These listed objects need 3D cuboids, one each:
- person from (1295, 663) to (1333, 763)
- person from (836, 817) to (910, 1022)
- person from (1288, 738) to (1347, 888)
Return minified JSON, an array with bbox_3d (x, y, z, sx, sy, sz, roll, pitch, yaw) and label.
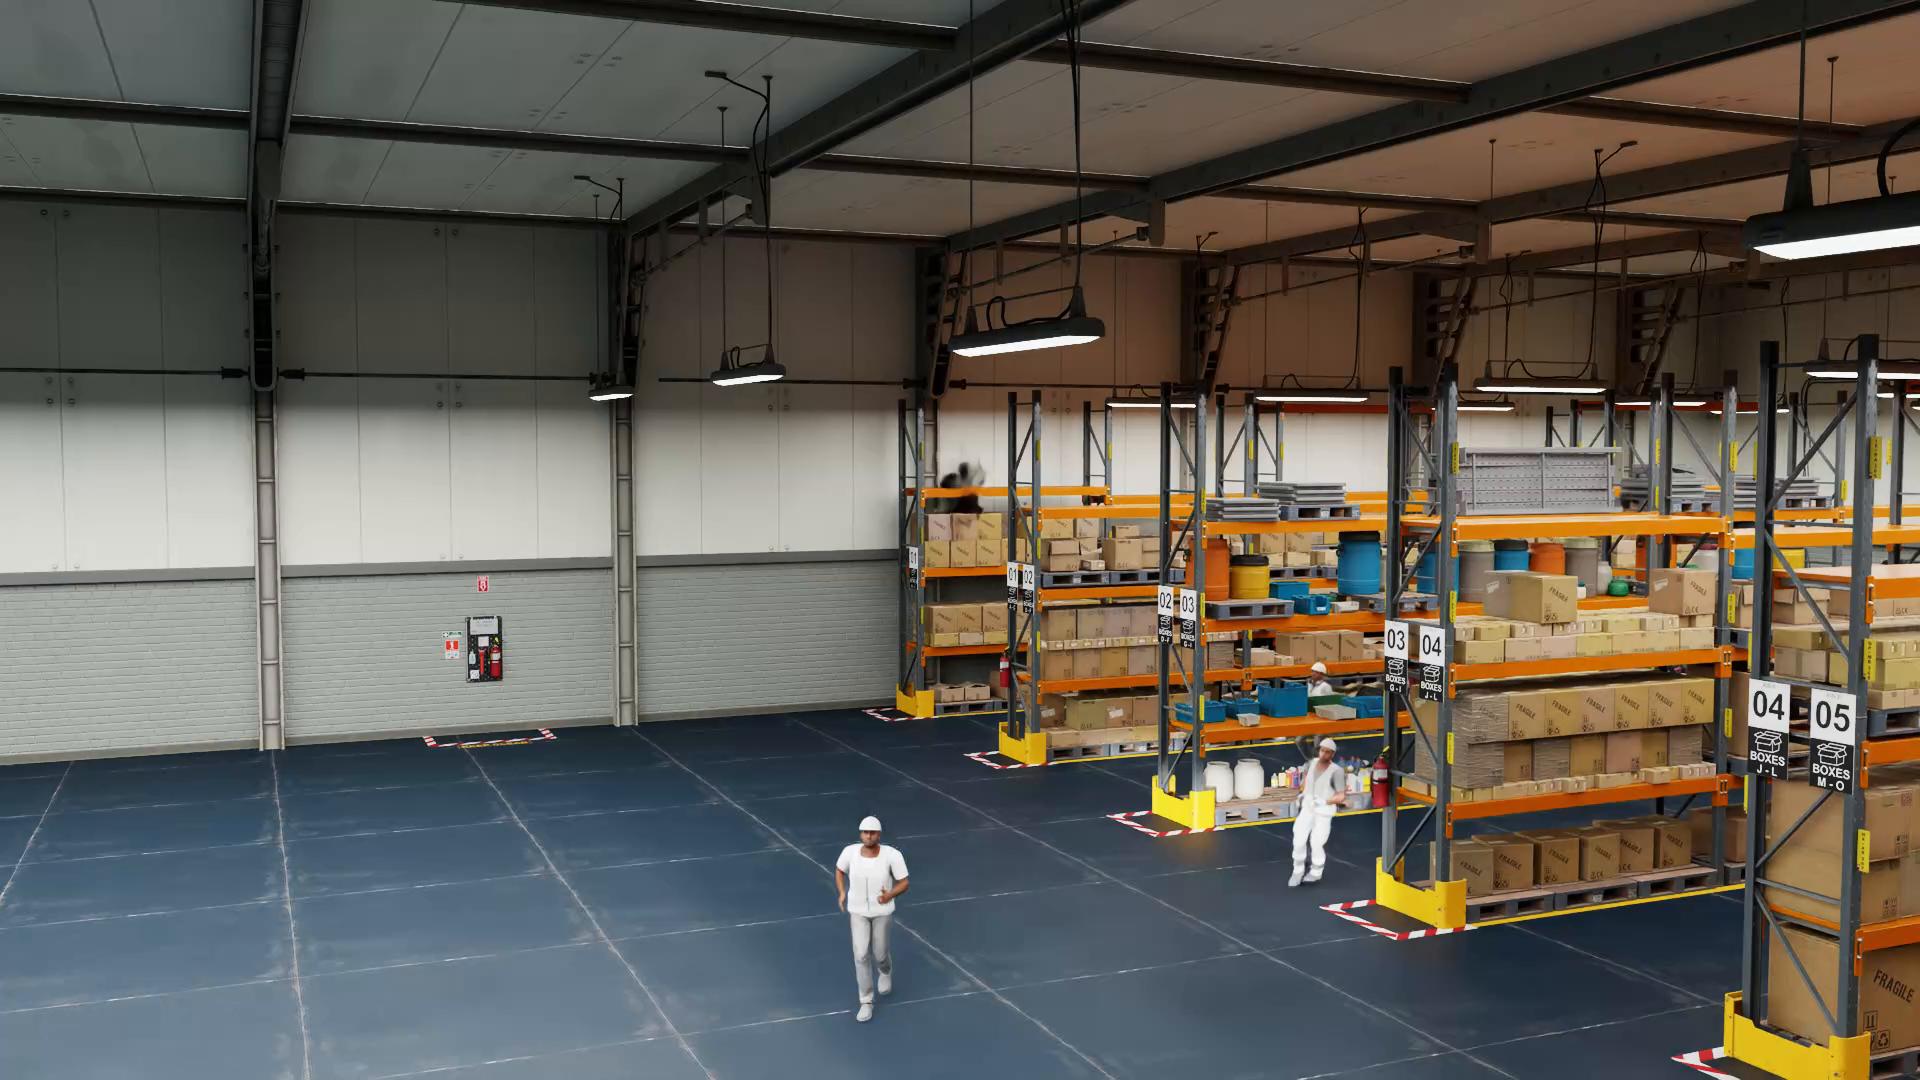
[{"bbox_3d":[5.476,2.770,25.734,0.642,1.751,0.644,-3,4,-42],"label":"person"},{"bbox_3d":[-0.810,3.391,15.154,0.701,1.767,0.827,0,3,5],"label":"person"},{"bbox_3d":[4.141,3.165,19.199,0.684,1.782,0.653,2,4,36],"label":"person"}]
